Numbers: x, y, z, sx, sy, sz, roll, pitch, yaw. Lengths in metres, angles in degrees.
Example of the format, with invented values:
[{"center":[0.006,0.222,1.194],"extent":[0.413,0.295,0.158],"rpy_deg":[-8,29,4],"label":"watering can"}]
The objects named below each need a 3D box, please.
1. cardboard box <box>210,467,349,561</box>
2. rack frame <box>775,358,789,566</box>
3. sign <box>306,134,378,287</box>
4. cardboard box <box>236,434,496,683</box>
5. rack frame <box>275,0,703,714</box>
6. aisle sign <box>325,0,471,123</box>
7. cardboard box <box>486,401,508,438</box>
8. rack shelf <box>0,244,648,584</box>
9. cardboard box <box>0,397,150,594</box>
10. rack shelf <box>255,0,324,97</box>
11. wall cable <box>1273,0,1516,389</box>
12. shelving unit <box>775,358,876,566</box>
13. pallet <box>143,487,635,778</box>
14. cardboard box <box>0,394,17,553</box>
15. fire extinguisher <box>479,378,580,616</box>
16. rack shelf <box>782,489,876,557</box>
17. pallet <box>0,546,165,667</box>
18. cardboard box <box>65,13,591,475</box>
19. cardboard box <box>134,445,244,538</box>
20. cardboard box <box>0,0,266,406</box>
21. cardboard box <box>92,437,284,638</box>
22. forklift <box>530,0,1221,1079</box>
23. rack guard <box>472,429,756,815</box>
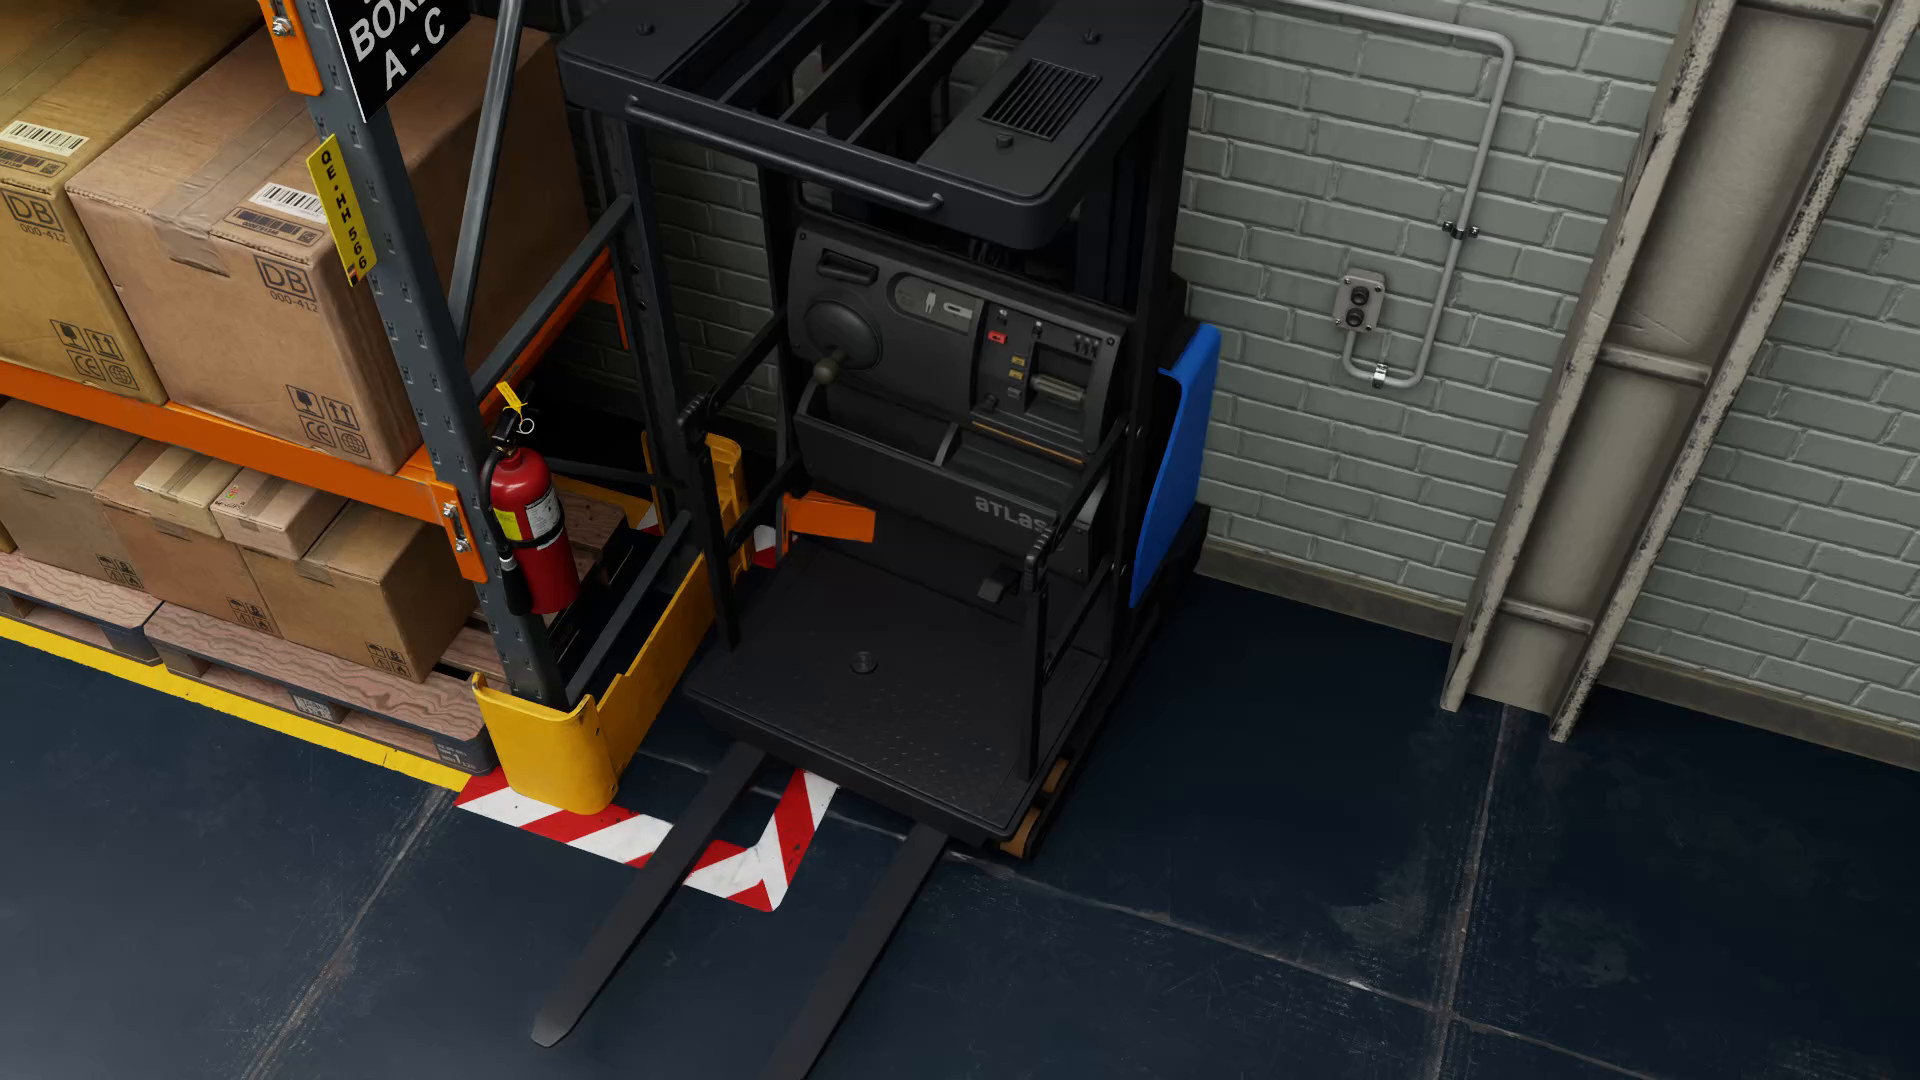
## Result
[{"center":[-1.943,-0.149,4.841],"extent":[0.250,0.149,0.380],"rpy_deg":[15,51,13],"label":"cardboard box"},{"center":[-0.506,-0.366,5.296],"extent":[0.032,1.125,0.500],"rpy_deg":[8,31,6],"label":"rack frame"},{"center":[-1.270,-0.677,3.428],"extent":[0.005,0.325,0.100],"rpy_deg":[16,51,13],"label":"sign"},{"center":[-1.760,-0.032,5.169],"extent":[0.500,0.500,0.700],"rpy_deg":[16,51,13],"label":"cardboard box"},{"center":[-1.069,-0.601,4.286],"extent":[0.127,3.000,1.000],"rpy_deg":[16,51,13],"label":"rack frame"},{"center":[-1.105,-1.221,3.103],"extent":[0.004,0.787,0.394],"rpy_deg":[16,51,13],"label":"aisle sign"},{"center":[-1.573,-0.354,5.018],"extent":[0.250,0.149,0.380],"rpy_deg":[16,51,13],"label":"cardboard box"},{"center":[-2.945,-0.889,5.012],"extent":[4.000,0.370,1.077],"rpy_deg":[16,51,13],"label":"rack shelf"},{"center":[-2.701,-0.294,5.396],"extent":[0.500,0.500,0.700],"rpy_deg":[14,51,12],"label":"cardboard box"},{"center":[-2.945,-1.871,3.878],"extent":[4.000,0.370,1.077],"rpy_deg":[16,51,13],"label":"rack shelf"},{"center":[0.460,-1.269,4.192],"extent":[1.851,1.984,0.084],"rpy_deg":[16,51,13],"label":"wall cable"},{"center":[-0.005,-0.293,5.241],"extent":[1.048,1.125,0.538],"rpy_deg":[8,31,6],"label":"shelving unit"},{"center":[-1.846,0.159,5.473],"extent":[1.213,0.211,1.003],"rpy_deg":[16,51,13],"label":"pallet"},{"center":[-3.204,-0.429,5.513],"extent":[0.500,0.500,0.700],"rpy_deg":[17,51,14],"label":"cardboard box"},{"center":[-1.087,-0.087,4.138],"extent":[0.183,0.674,0.296],"rpy_deg":[16,51,13],"label":"fire extinguisher"},{"center":[-0.022,-0.085,5.368],"extent":[1.000,0.278,0.538],"rpy_deg":[8,31,6],"label":"rack shelf"},{"center":[-2.986,-0.162,5.751],"extent":[1.213,0.211,1.003],"rpy_deg":[16,51,13],"label":"pallet"},{"center":[-1.550,-0.826,4.282],"extent":[0.700,0.700,0.980],"rpy_deg":[18,51,15],"label":"cardboard box"},{"center":[-2.183,-0.215,4.899],"extent":[0.250,0.149,0.380],"rpy_deg":[17,51,14],"label":"cardboard box"},{"center":[-2.237,-1.008,4.440],"extent":[0.700,0.700,0.980],"rpy_deg":[15,51,13],"label":"cardboard box"},{"center":[-2.229,-0.163,5.283],"extent":[0.500,0.500,0.700],"rpy_deg":[15,51,13],"label":"cardboard box"},{"center":[-0.127,-0.414,4.169],"extent":[1.130,2.935,3.031],"rpy_deg":[21,52,18],"label":"forklift"},{"center":[-1.046,0.224,5.225],"extent":[0.348,0.500,1.175],"rpy_deg":[16,51,13],"label":"rack guard"}]
